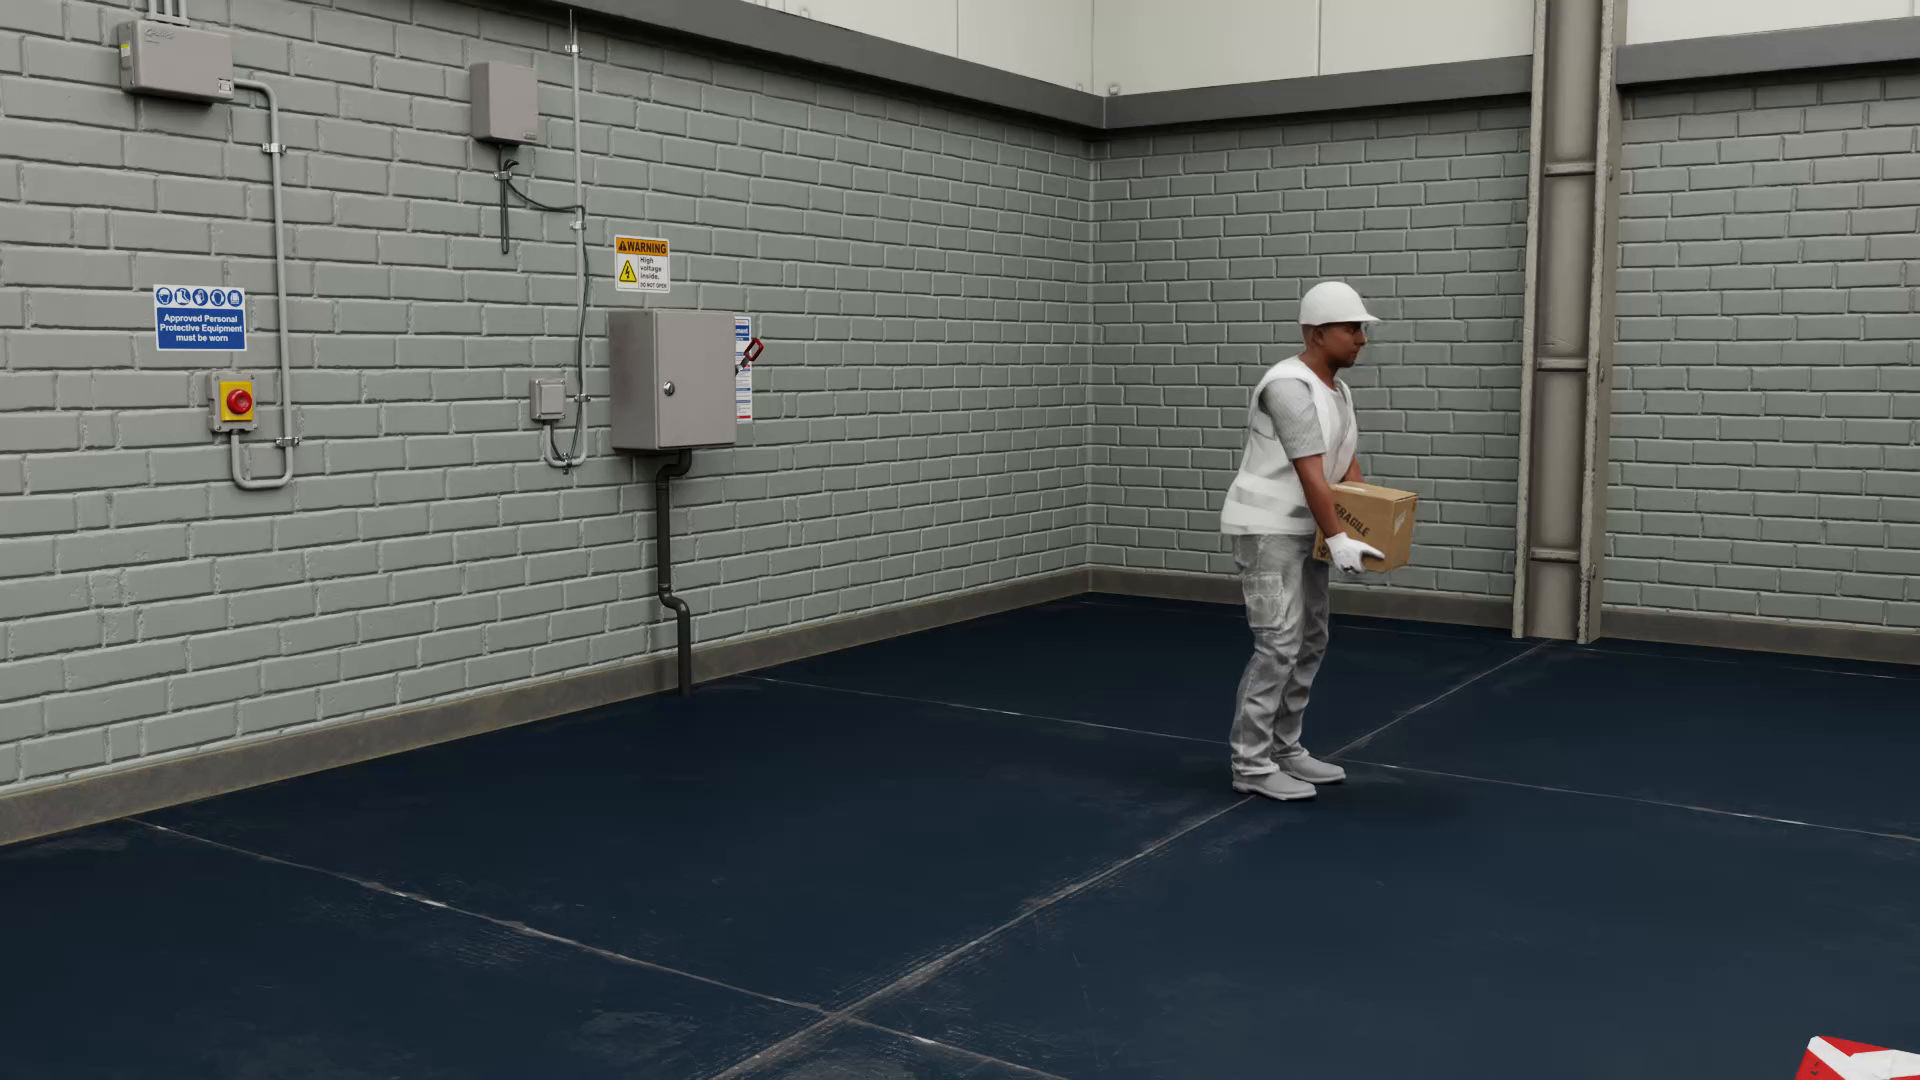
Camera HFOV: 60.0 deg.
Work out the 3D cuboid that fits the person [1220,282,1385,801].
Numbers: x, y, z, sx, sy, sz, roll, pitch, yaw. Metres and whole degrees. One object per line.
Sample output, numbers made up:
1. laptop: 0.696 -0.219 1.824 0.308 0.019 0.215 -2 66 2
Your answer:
1. person: 1.222 -0.002 5.749 0.605 1.761 0.487 4 7 32
